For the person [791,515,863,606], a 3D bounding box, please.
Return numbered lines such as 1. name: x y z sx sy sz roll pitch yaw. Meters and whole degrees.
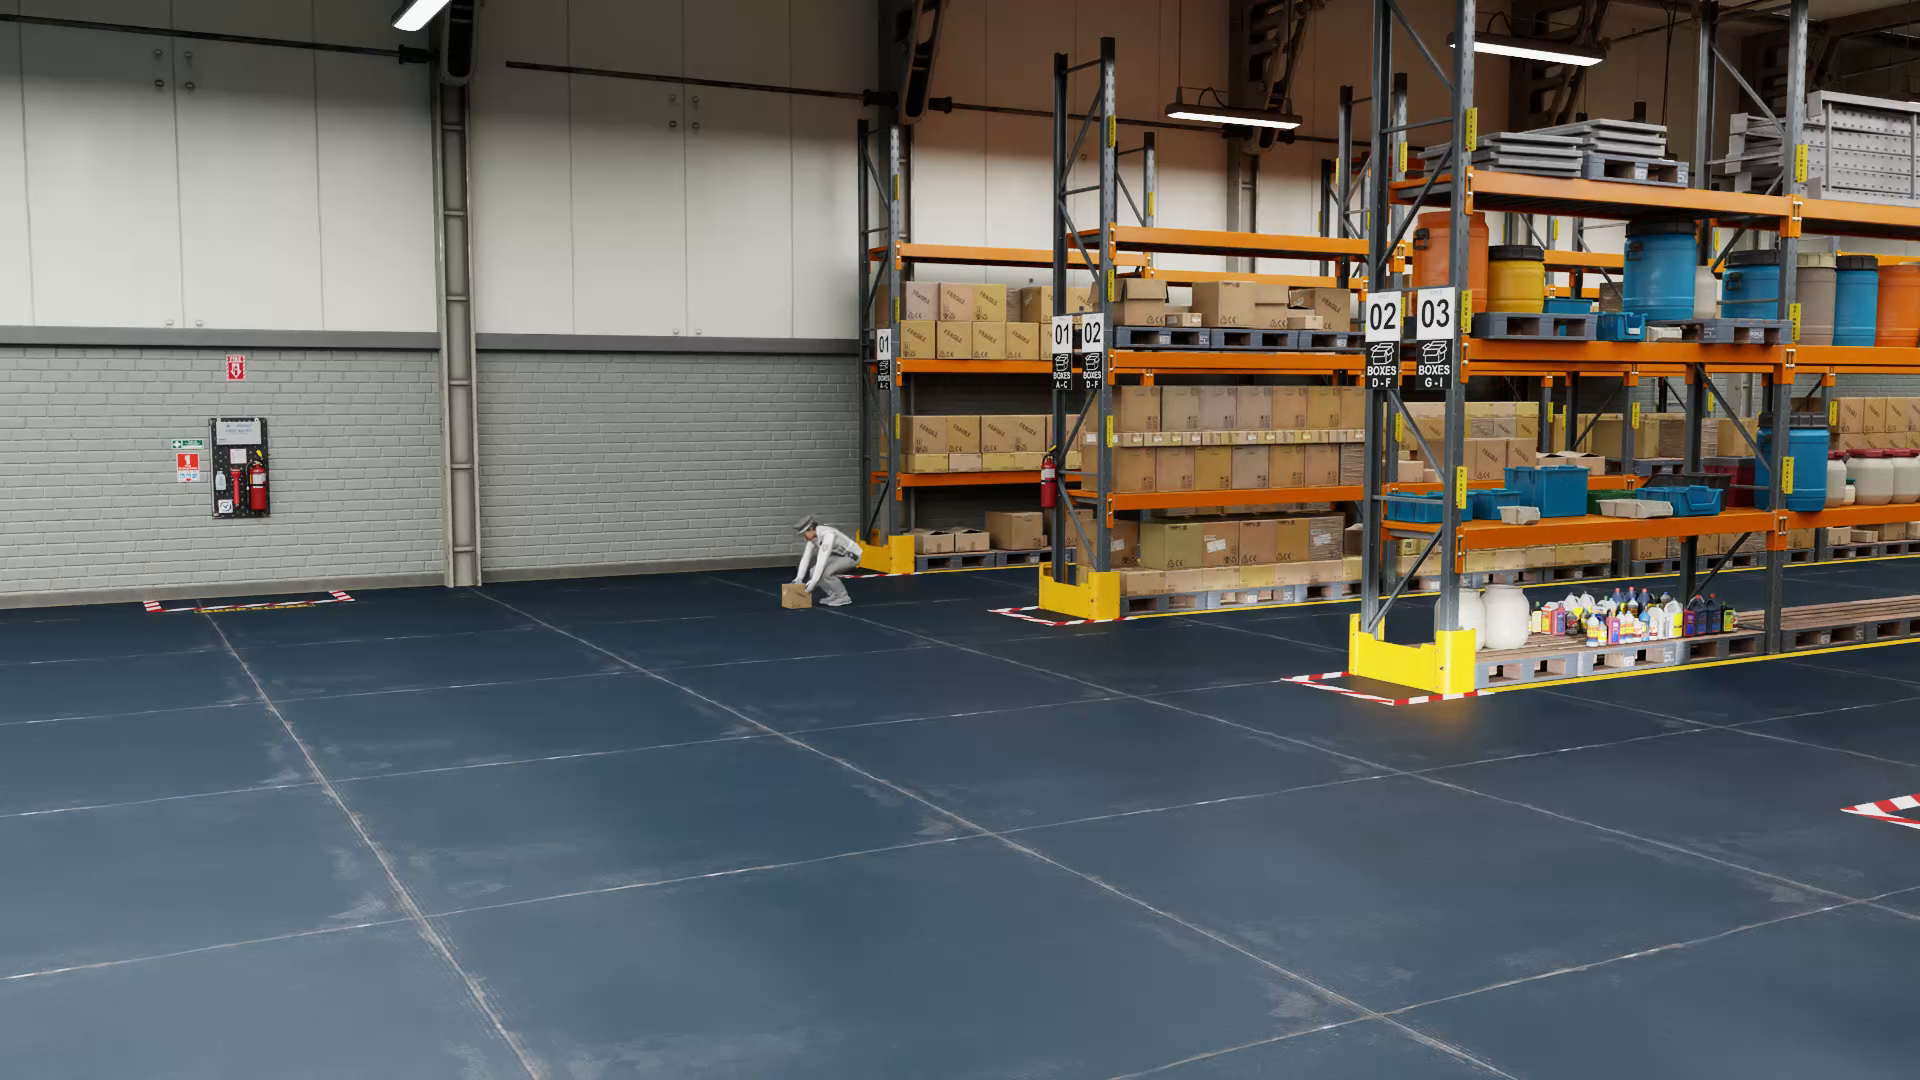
1. person: -1.487 0.224 18.589 0.837 1.028 0.501 -3 6 -29
